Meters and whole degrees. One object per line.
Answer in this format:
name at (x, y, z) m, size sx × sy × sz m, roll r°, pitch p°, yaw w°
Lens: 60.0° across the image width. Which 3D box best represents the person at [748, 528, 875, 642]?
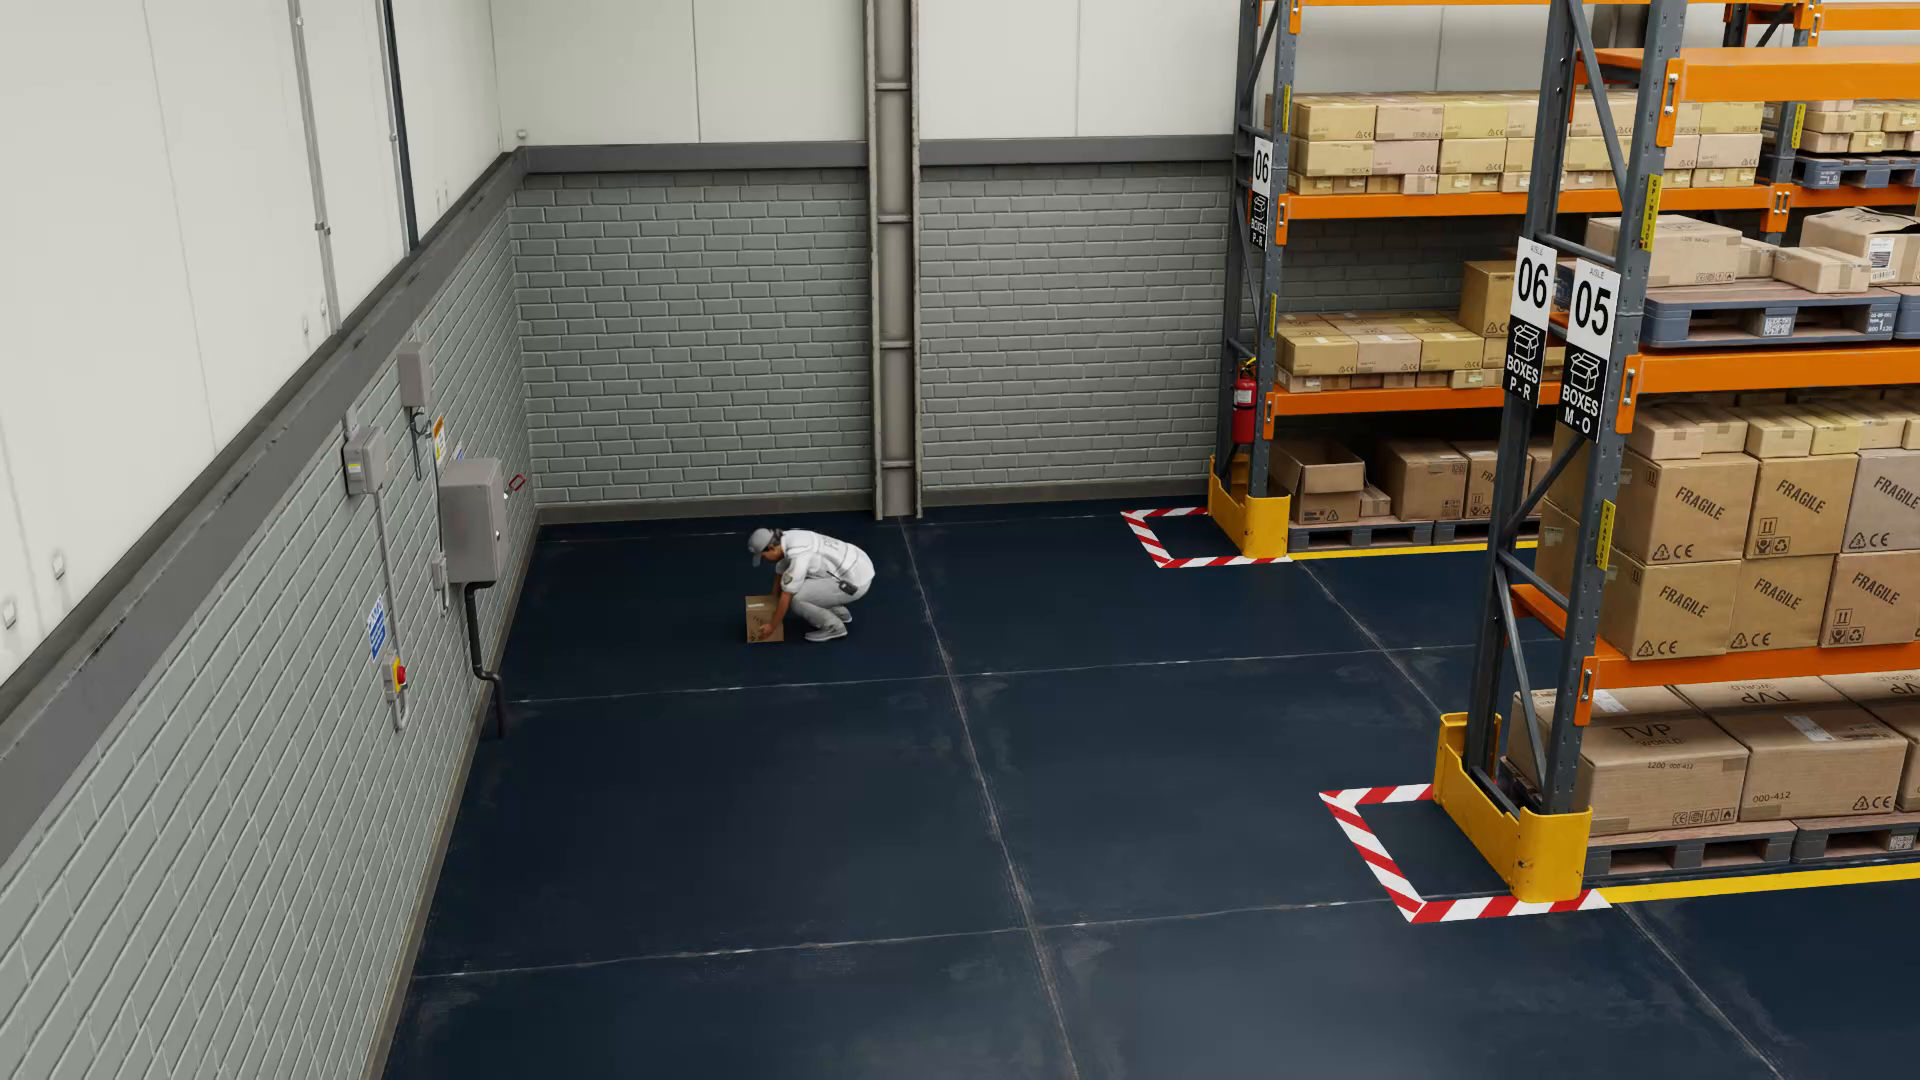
person at (-1.029, 0.272, 11.578) m, size 0.867 × 0.818 × 0.518 m, roll -3°, pitch 20°, yaw -8°
